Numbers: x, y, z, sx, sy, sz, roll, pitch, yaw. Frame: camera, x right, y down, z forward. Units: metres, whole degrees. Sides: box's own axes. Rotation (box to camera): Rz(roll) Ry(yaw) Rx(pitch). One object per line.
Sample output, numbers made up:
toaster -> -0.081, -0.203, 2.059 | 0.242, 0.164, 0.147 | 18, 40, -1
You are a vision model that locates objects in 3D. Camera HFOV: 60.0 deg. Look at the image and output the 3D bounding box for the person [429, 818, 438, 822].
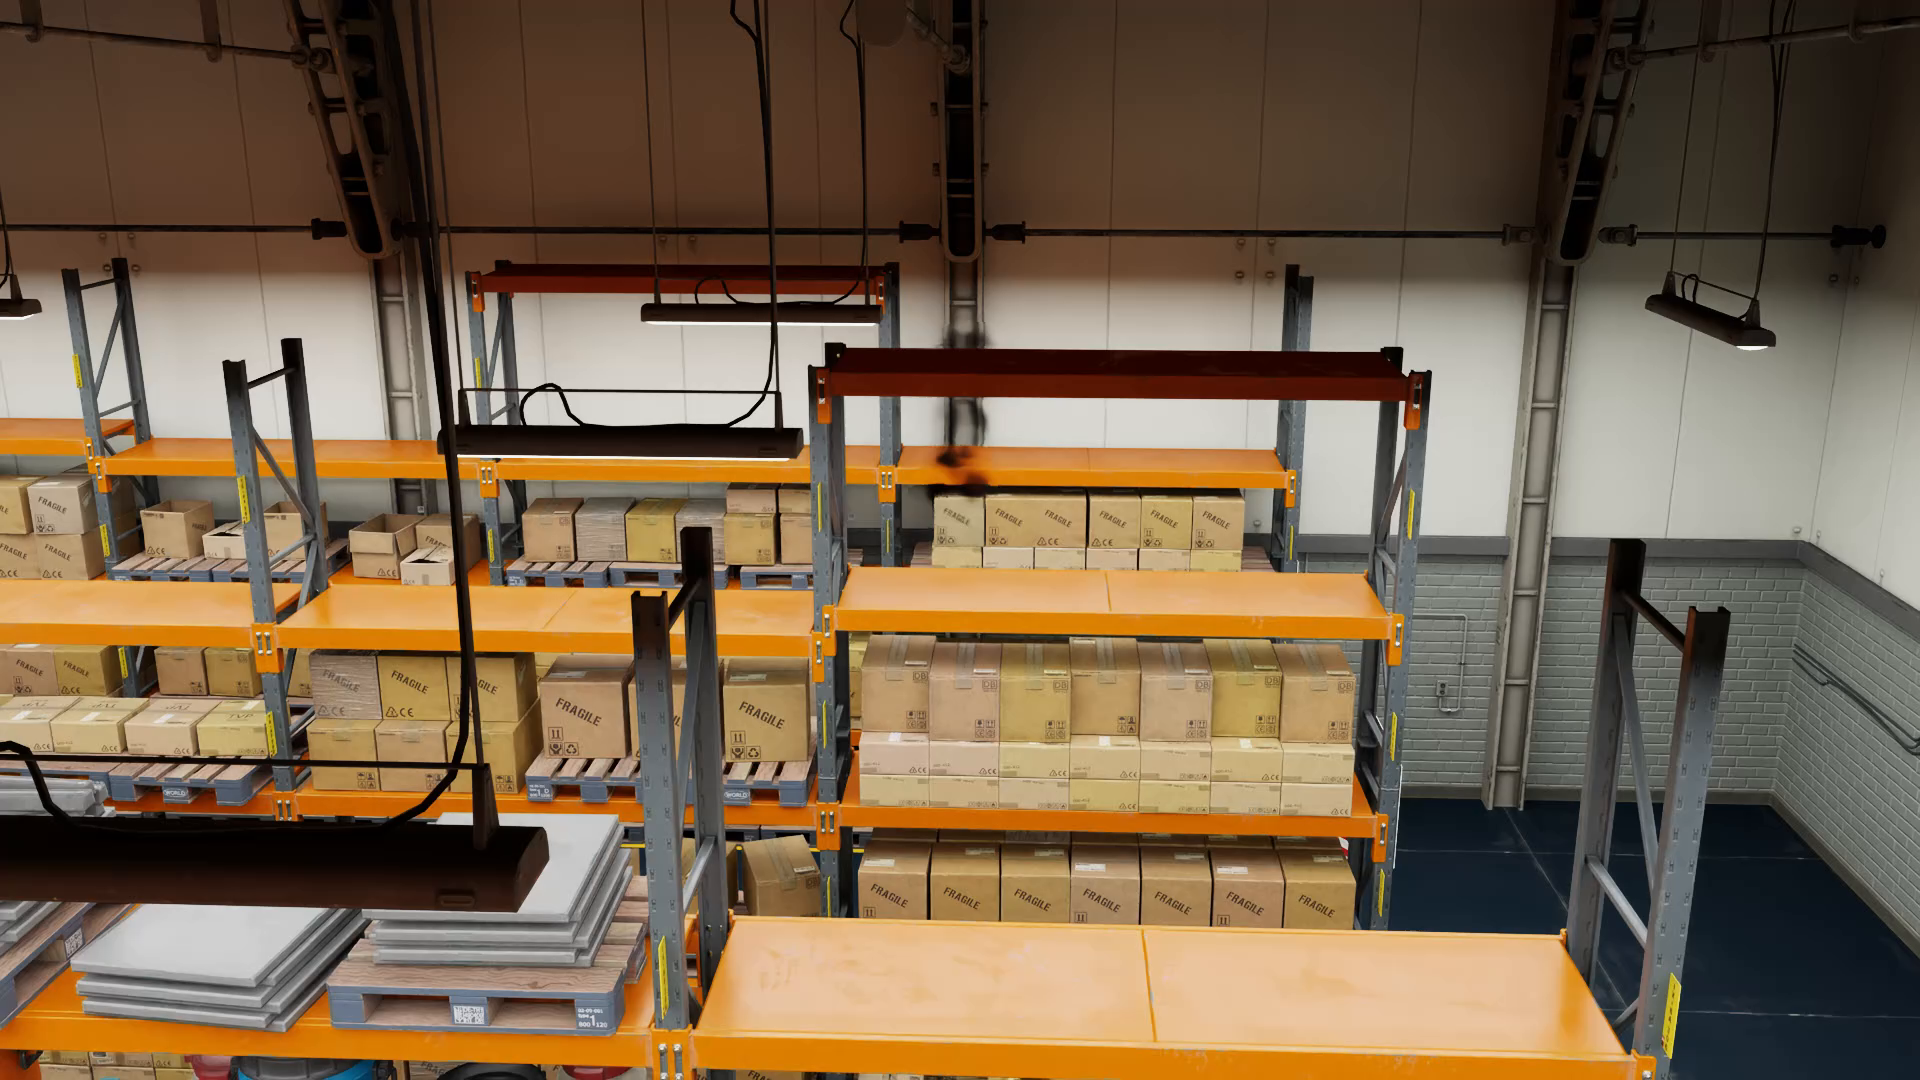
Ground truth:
person -> -4.798, 2.943, 15.823 | 0.860, 1.482, 0.637 | -4, 17, -15
